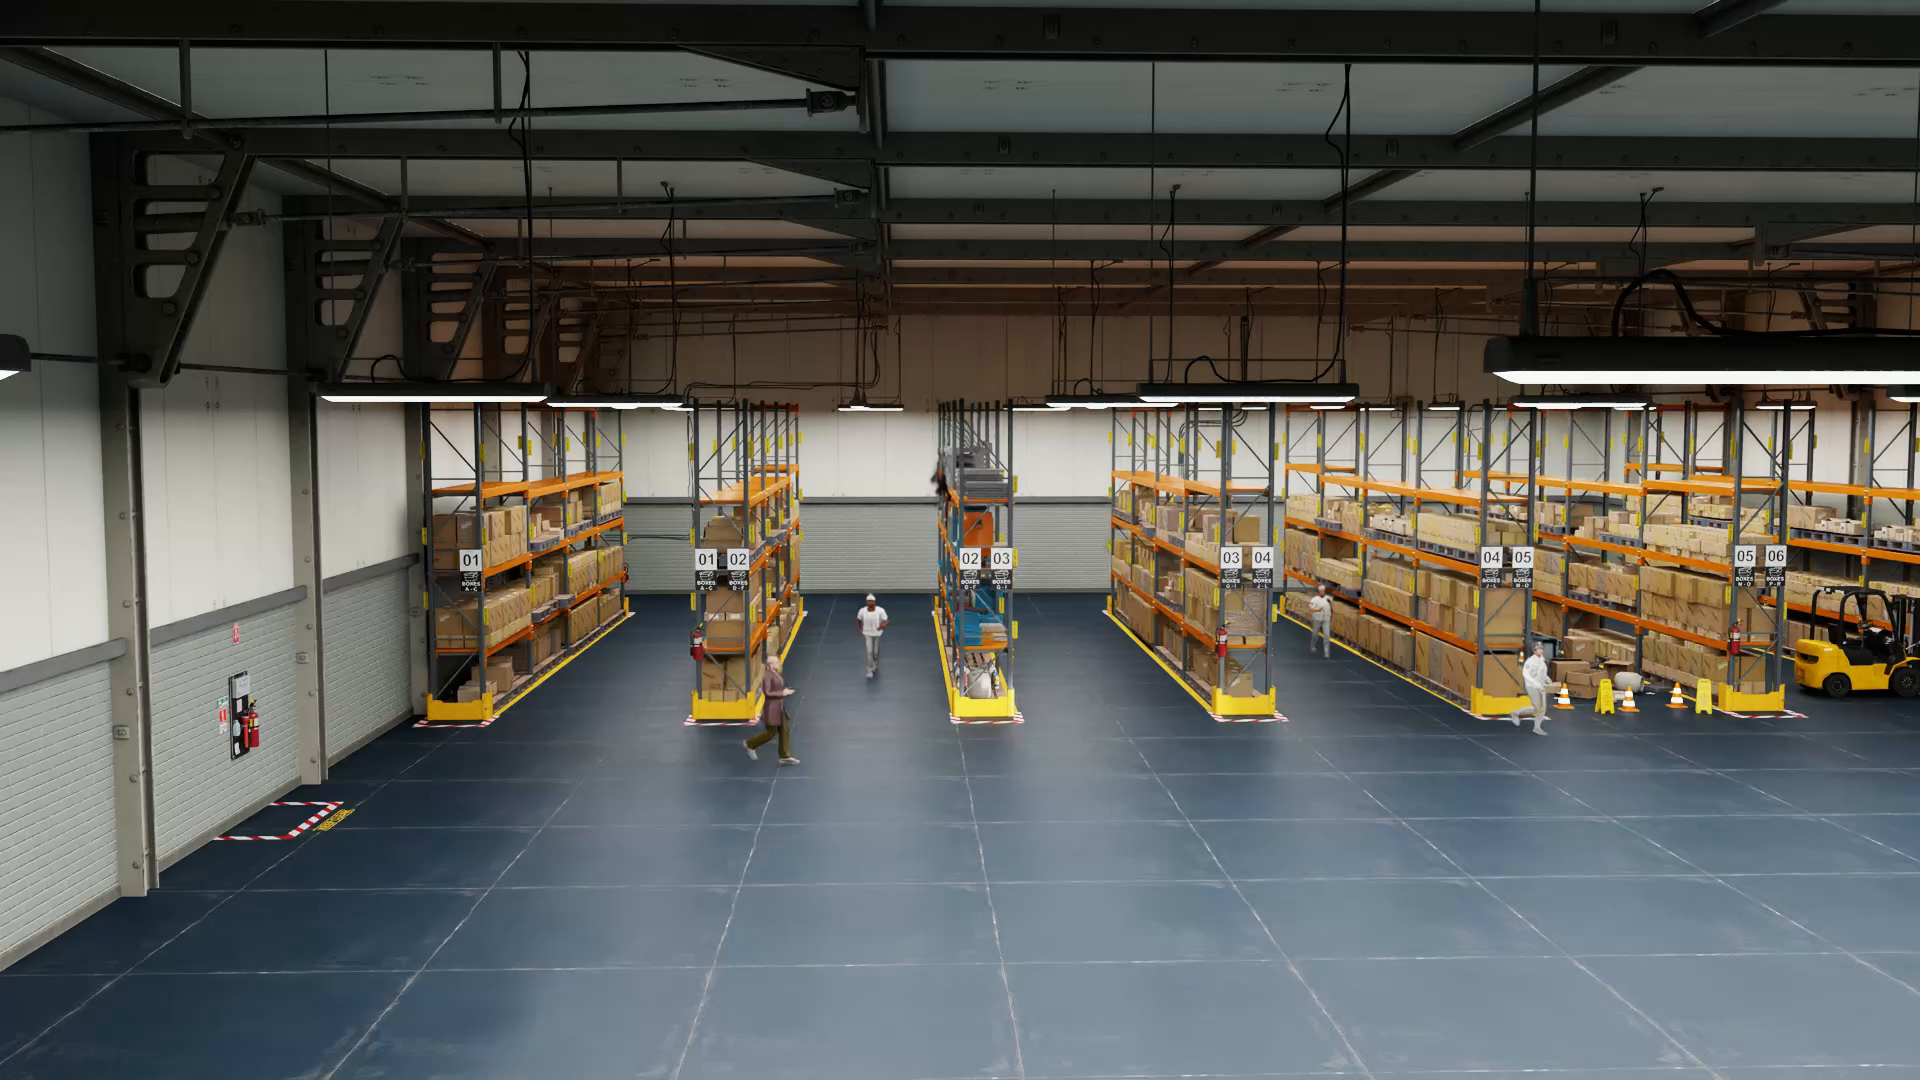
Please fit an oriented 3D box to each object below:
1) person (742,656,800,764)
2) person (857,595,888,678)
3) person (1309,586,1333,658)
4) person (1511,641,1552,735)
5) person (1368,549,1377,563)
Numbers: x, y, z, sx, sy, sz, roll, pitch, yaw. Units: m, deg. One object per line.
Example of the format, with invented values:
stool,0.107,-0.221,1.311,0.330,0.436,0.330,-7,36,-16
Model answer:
person,-3.072,2.765,27.090,0.965,1.761,0.718,1,4,15
person,-1.904,2.069,36.282,0.686,1.772,0.886,0,4,-2
person,8.534,1.896,39.258,0.607,1.651,0.941,0,4,-2
person,10.294,2.636,29.871,0.621,1.684,0.658,-4,6,-40
person,12.224,1.118,49.486,0.599,1.681,0.649,-1,5,-17
